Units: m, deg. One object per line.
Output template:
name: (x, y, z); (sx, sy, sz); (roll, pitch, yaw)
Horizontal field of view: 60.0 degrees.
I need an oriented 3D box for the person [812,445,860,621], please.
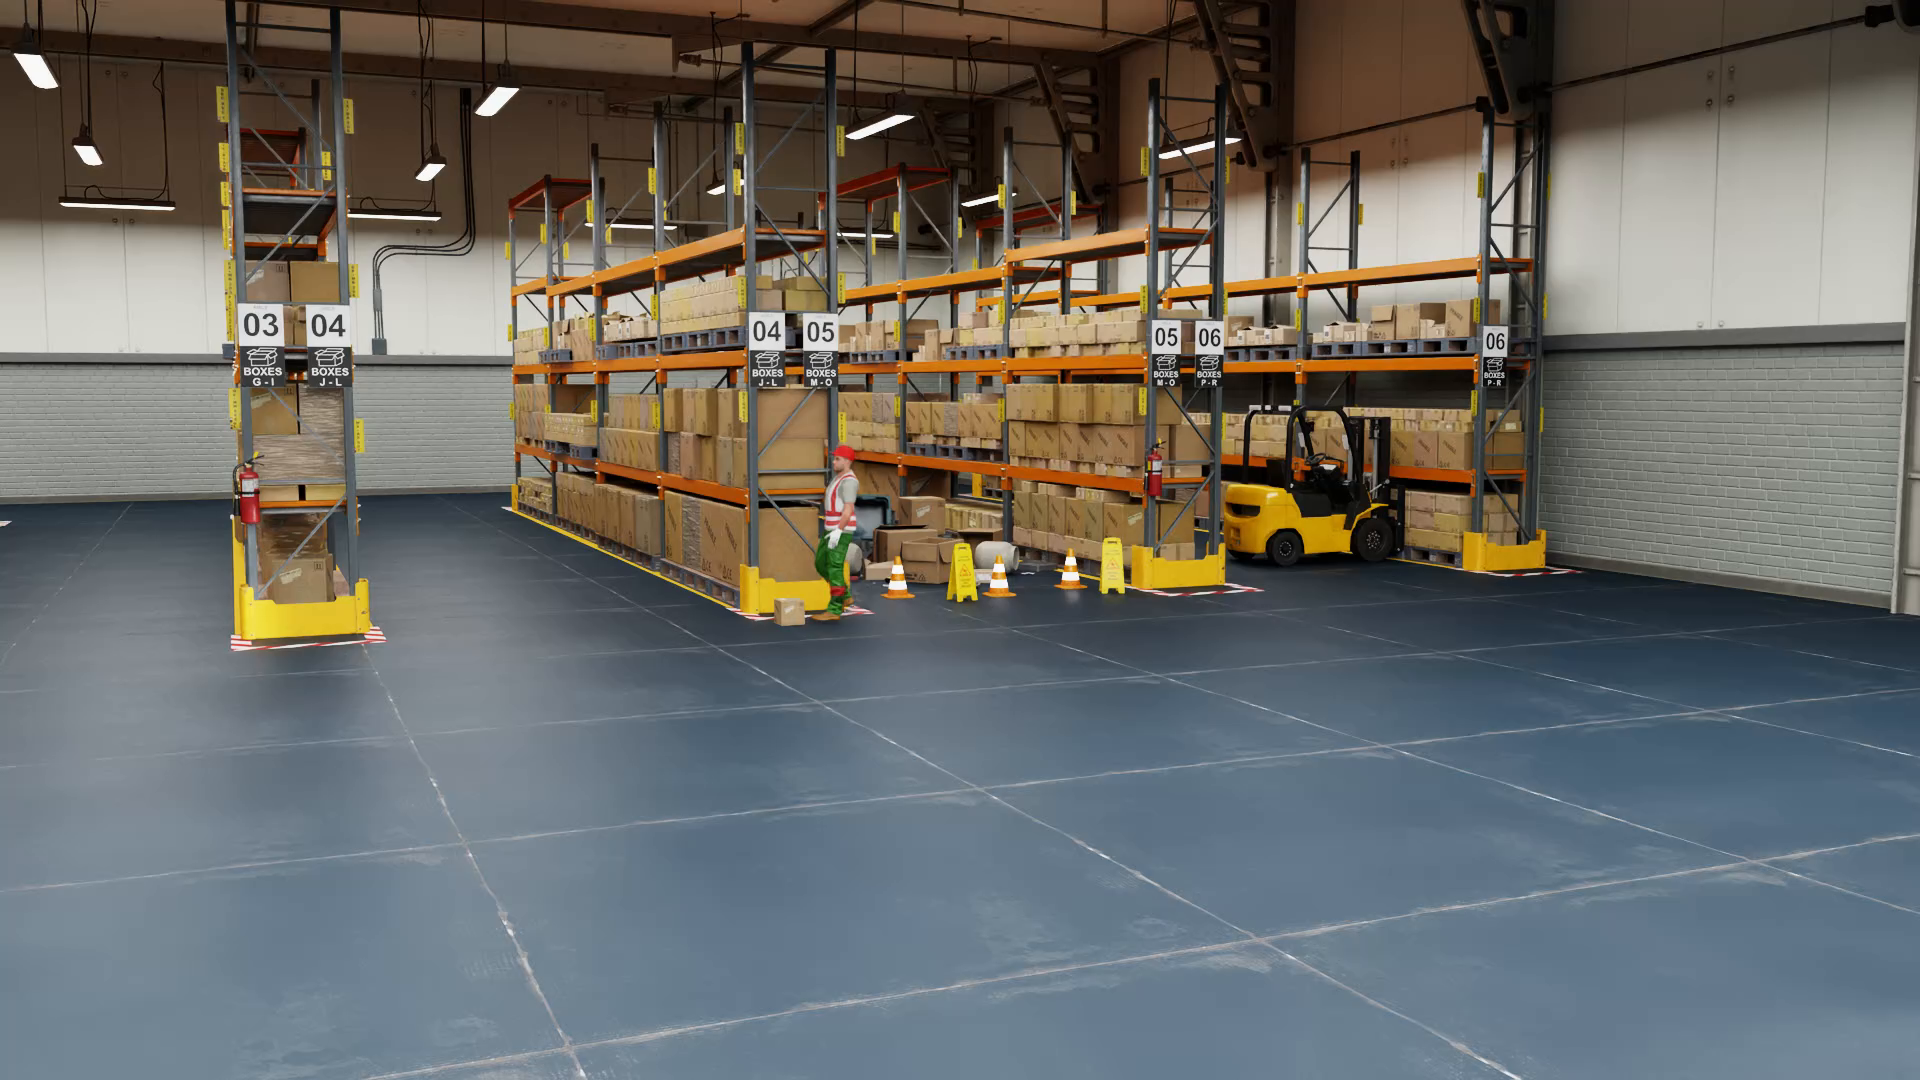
person: (-1.302, -0.074, 17.071); (0.496, 1.797, 0.599); (-2, 6, -17)
